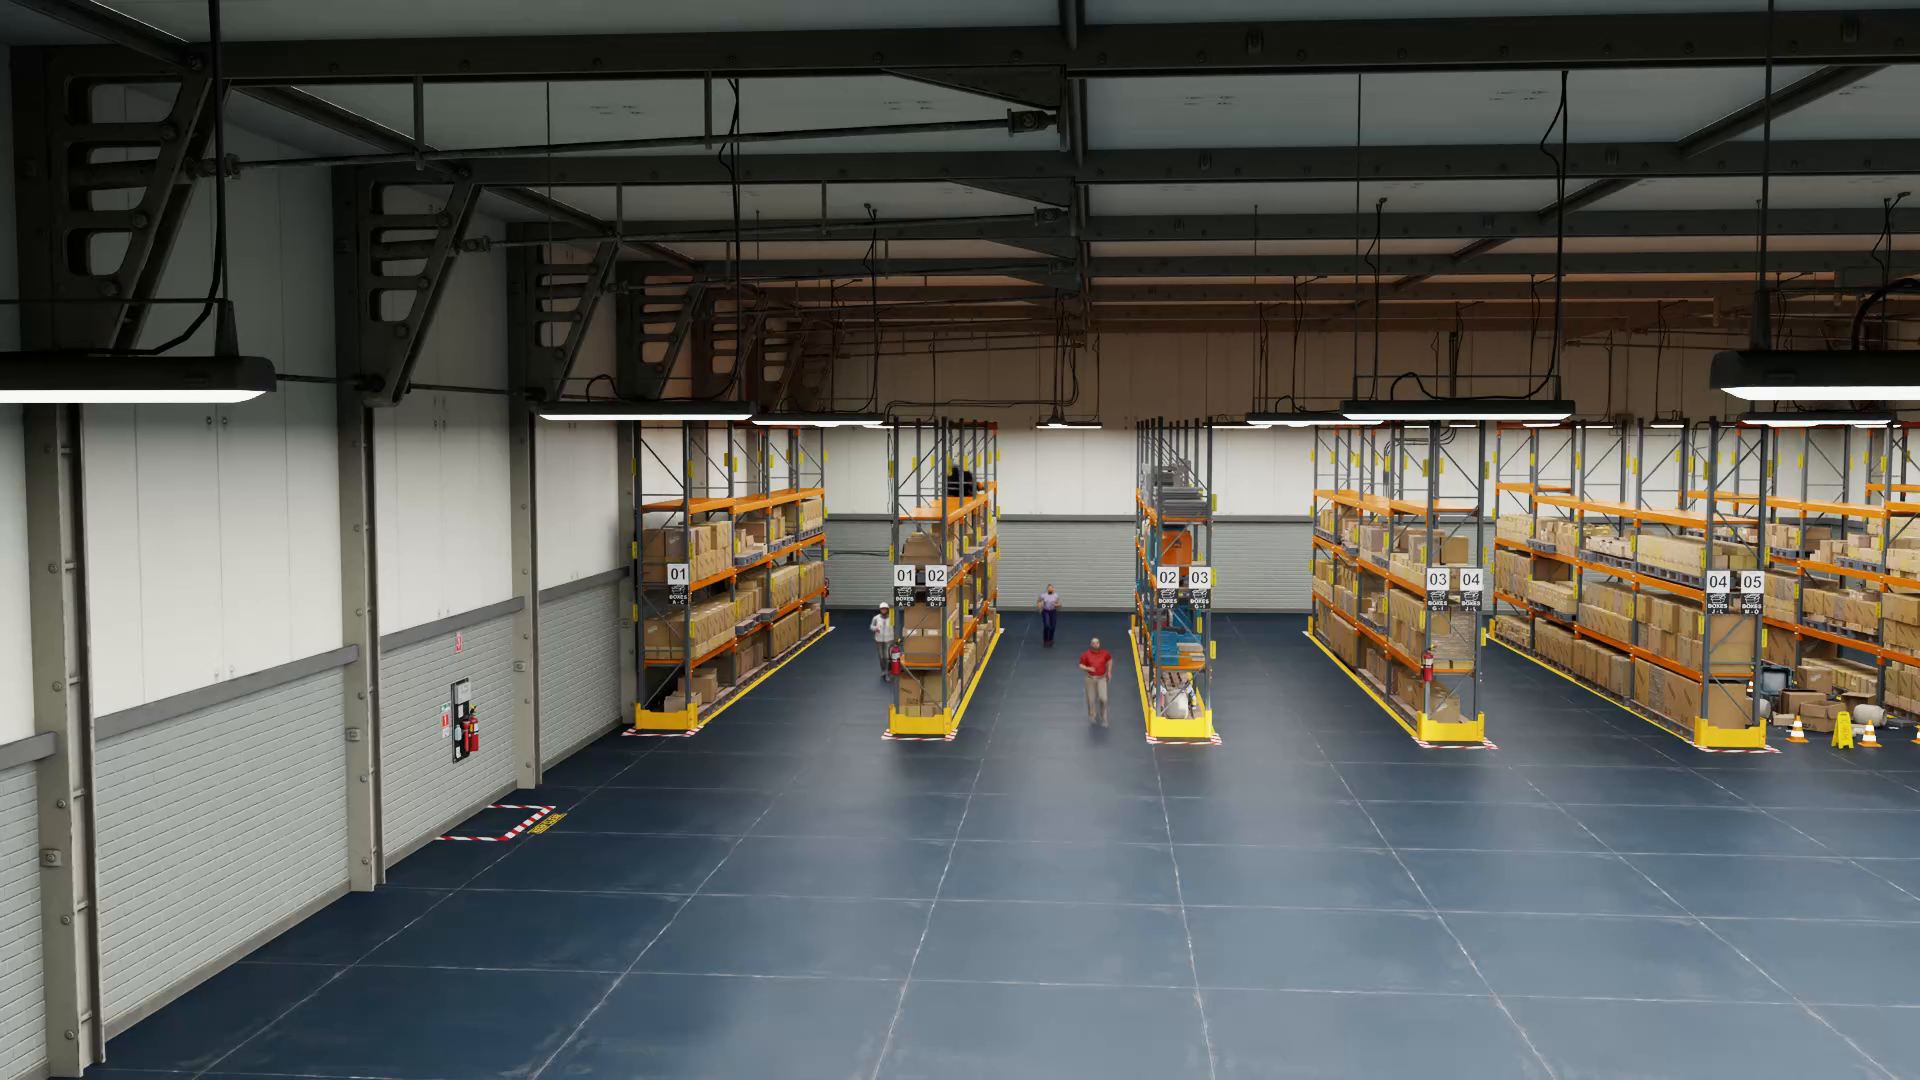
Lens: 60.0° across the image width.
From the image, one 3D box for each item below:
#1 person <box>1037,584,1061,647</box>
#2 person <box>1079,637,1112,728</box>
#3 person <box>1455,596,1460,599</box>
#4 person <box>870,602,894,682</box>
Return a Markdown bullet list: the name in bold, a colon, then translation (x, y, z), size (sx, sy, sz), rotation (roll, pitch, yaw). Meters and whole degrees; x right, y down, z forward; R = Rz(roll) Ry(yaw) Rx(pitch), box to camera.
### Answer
- **person**: translation (2.388, 2.021, 44.298), size (0.576, 1.698, 0.719), rotation (-1, 4, -10)
- **person**: translation (2.631, 2.768, 32.205), size (0.662, 1.766, 0.746), rotation (0, 4, 2)
- **person**: translation (13.438, 1.973, 45.026), size (0.559, 1.757, 0.623), rotation (0, 4, 3)
- **person**: translation (-1.756, 2.347, 38.316), size (0.637, 1.834, 0.779), rotation (0, 4, 5)
